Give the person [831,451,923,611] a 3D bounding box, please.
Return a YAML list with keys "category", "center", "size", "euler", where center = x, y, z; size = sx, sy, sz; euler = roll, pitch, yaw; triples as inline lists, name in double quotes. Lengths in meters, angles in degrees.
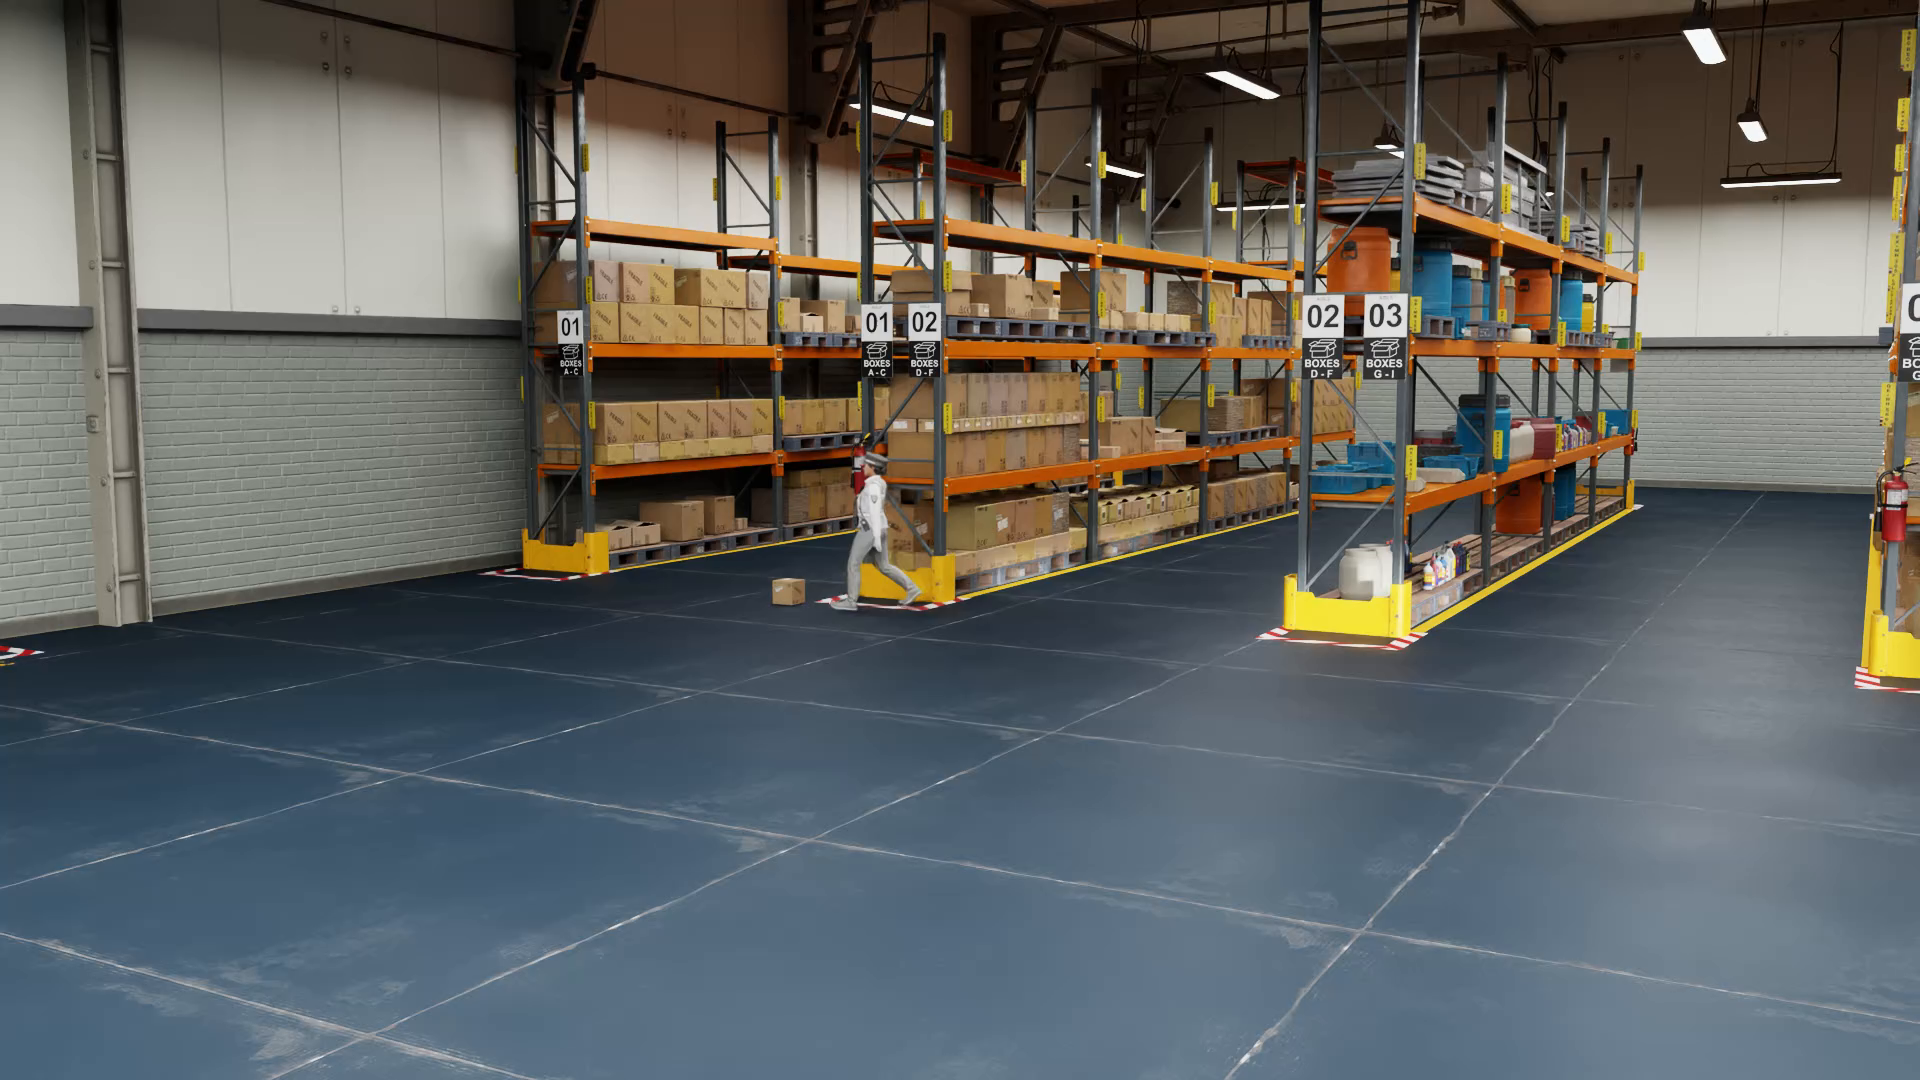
- category: "person"
  center: [-0.856, -0.094, 17.133]
  size: [0.944, 1.647, 0.494]
  euler: [2, 6, 14]
